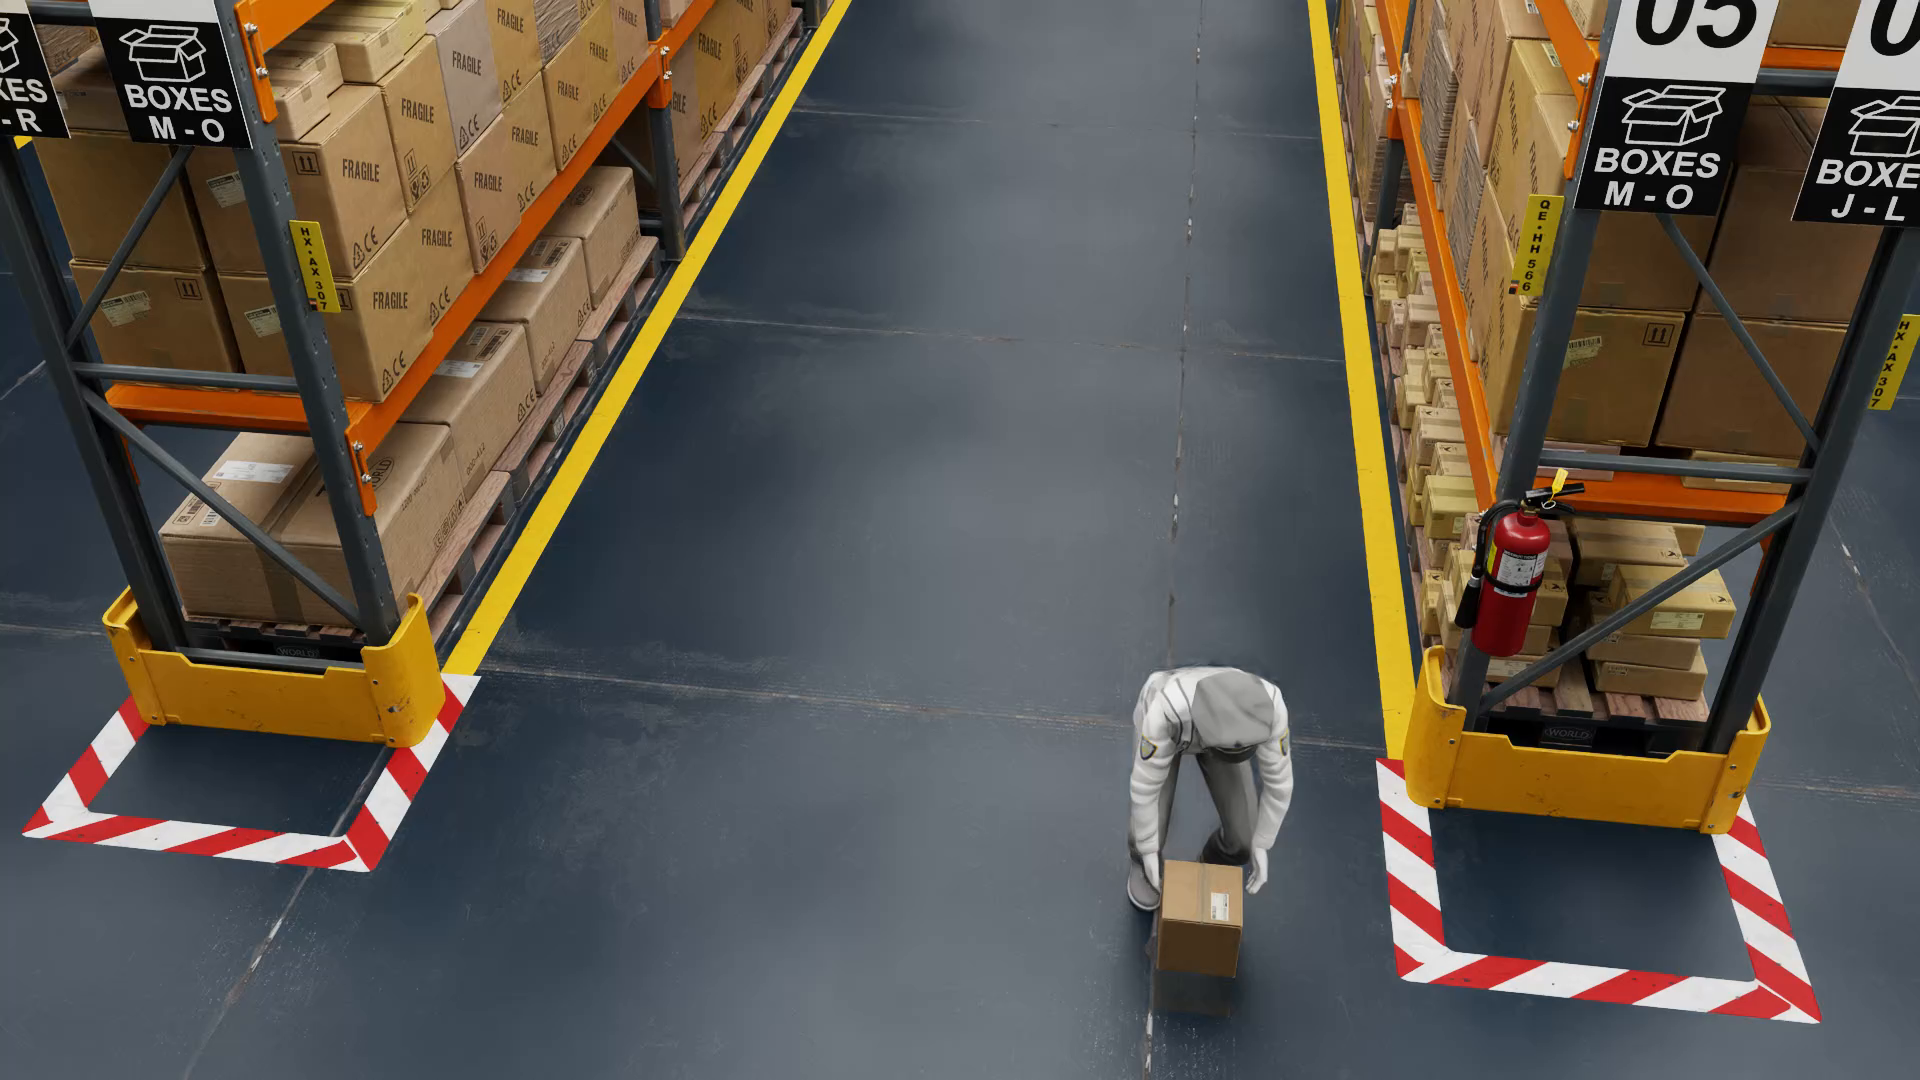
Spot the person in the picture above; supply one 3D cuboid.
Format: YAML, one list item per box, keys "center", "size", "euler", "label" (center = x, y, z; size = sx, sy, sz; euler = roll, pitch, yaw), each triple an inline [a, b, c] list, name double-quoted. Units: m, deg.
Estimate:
- center: [0.810, 0.781, 5.472]
  size: [0.527, 1.213, 0.780]
  euler: [1, 36, 1]
  label: "person"
